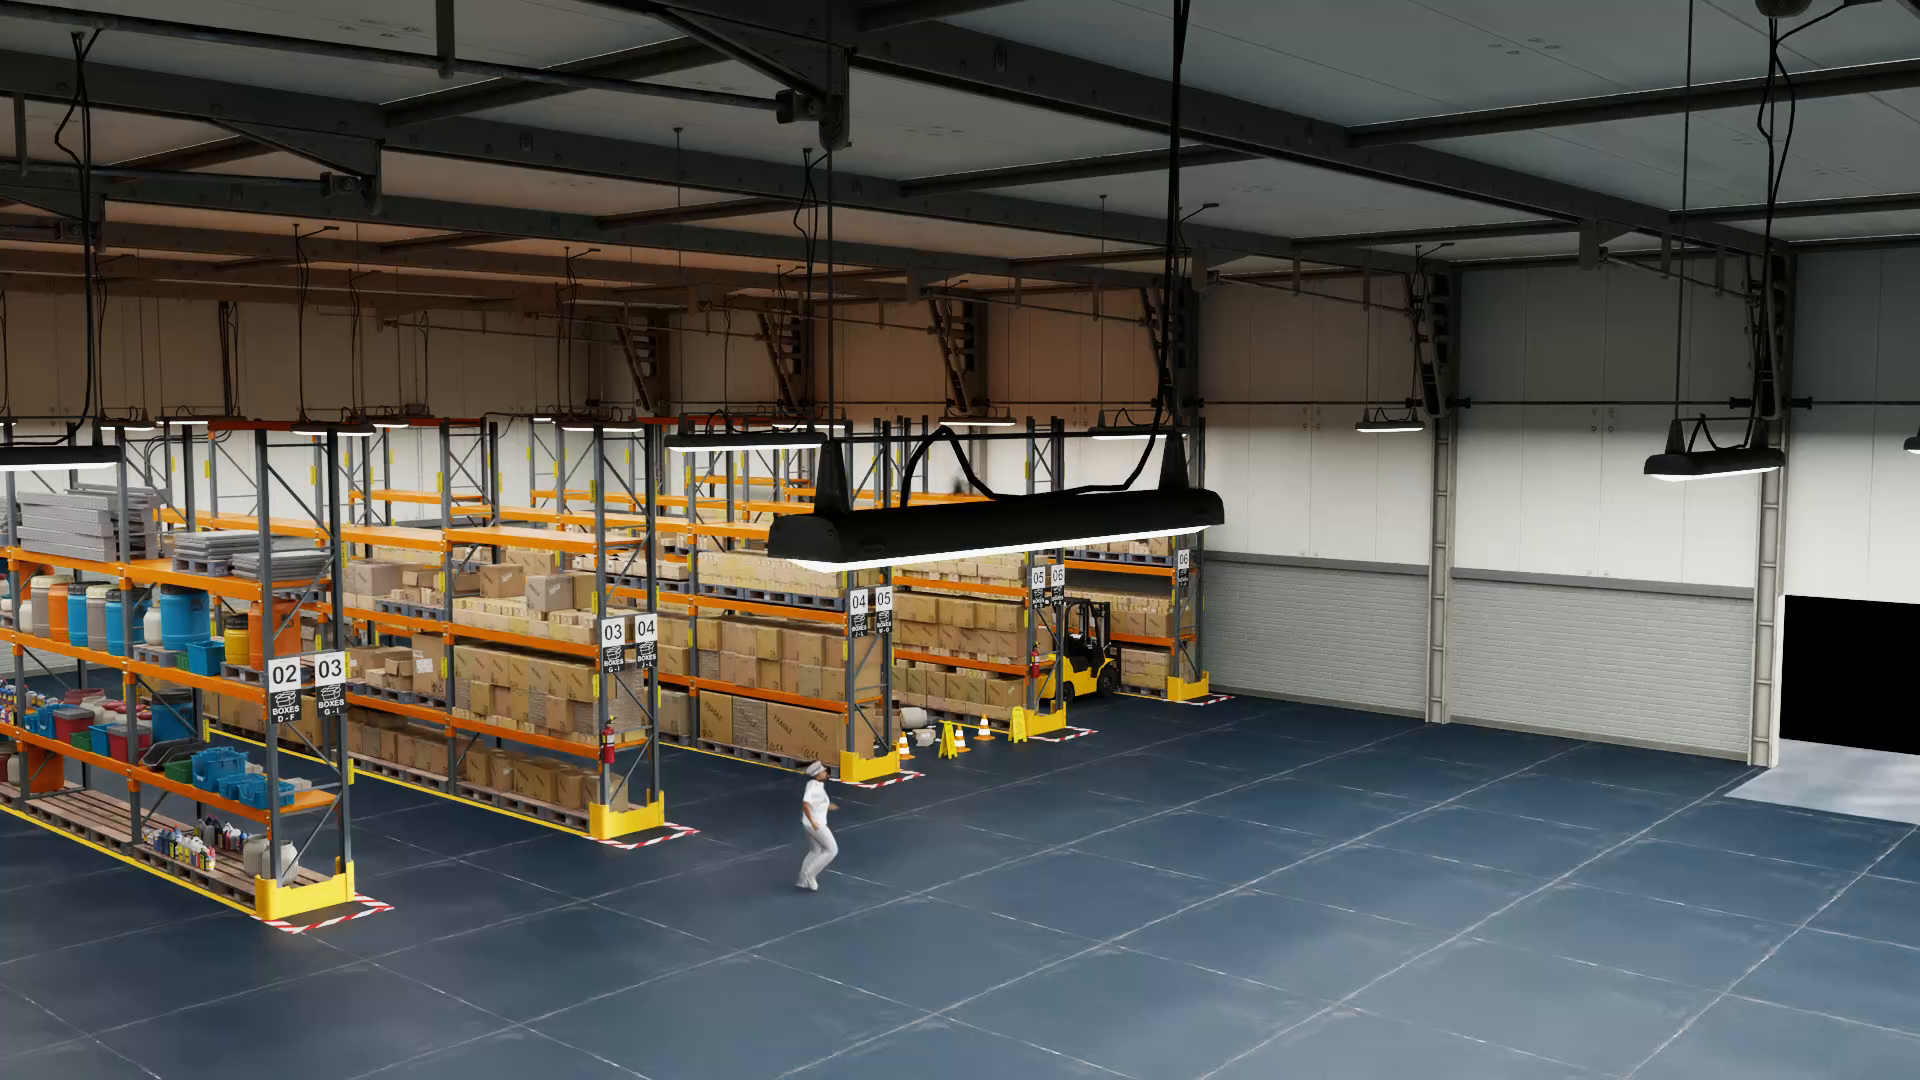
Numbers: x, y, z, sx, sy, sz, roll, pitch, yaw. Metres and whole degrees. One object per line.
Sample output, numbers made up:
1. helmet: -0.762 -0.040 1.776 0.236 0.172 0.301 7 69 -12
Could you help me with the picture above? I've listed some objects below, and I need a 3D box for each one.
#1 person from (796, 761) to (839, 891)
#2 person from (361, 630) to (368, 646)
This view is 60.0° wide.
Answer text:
1. person: -1.841 3.692 21.577 0.586 1.680 0.600 -1 5 -15
2. person: -14.097 2.158 39.883 0.684 1.747 0.710 3 6 34
